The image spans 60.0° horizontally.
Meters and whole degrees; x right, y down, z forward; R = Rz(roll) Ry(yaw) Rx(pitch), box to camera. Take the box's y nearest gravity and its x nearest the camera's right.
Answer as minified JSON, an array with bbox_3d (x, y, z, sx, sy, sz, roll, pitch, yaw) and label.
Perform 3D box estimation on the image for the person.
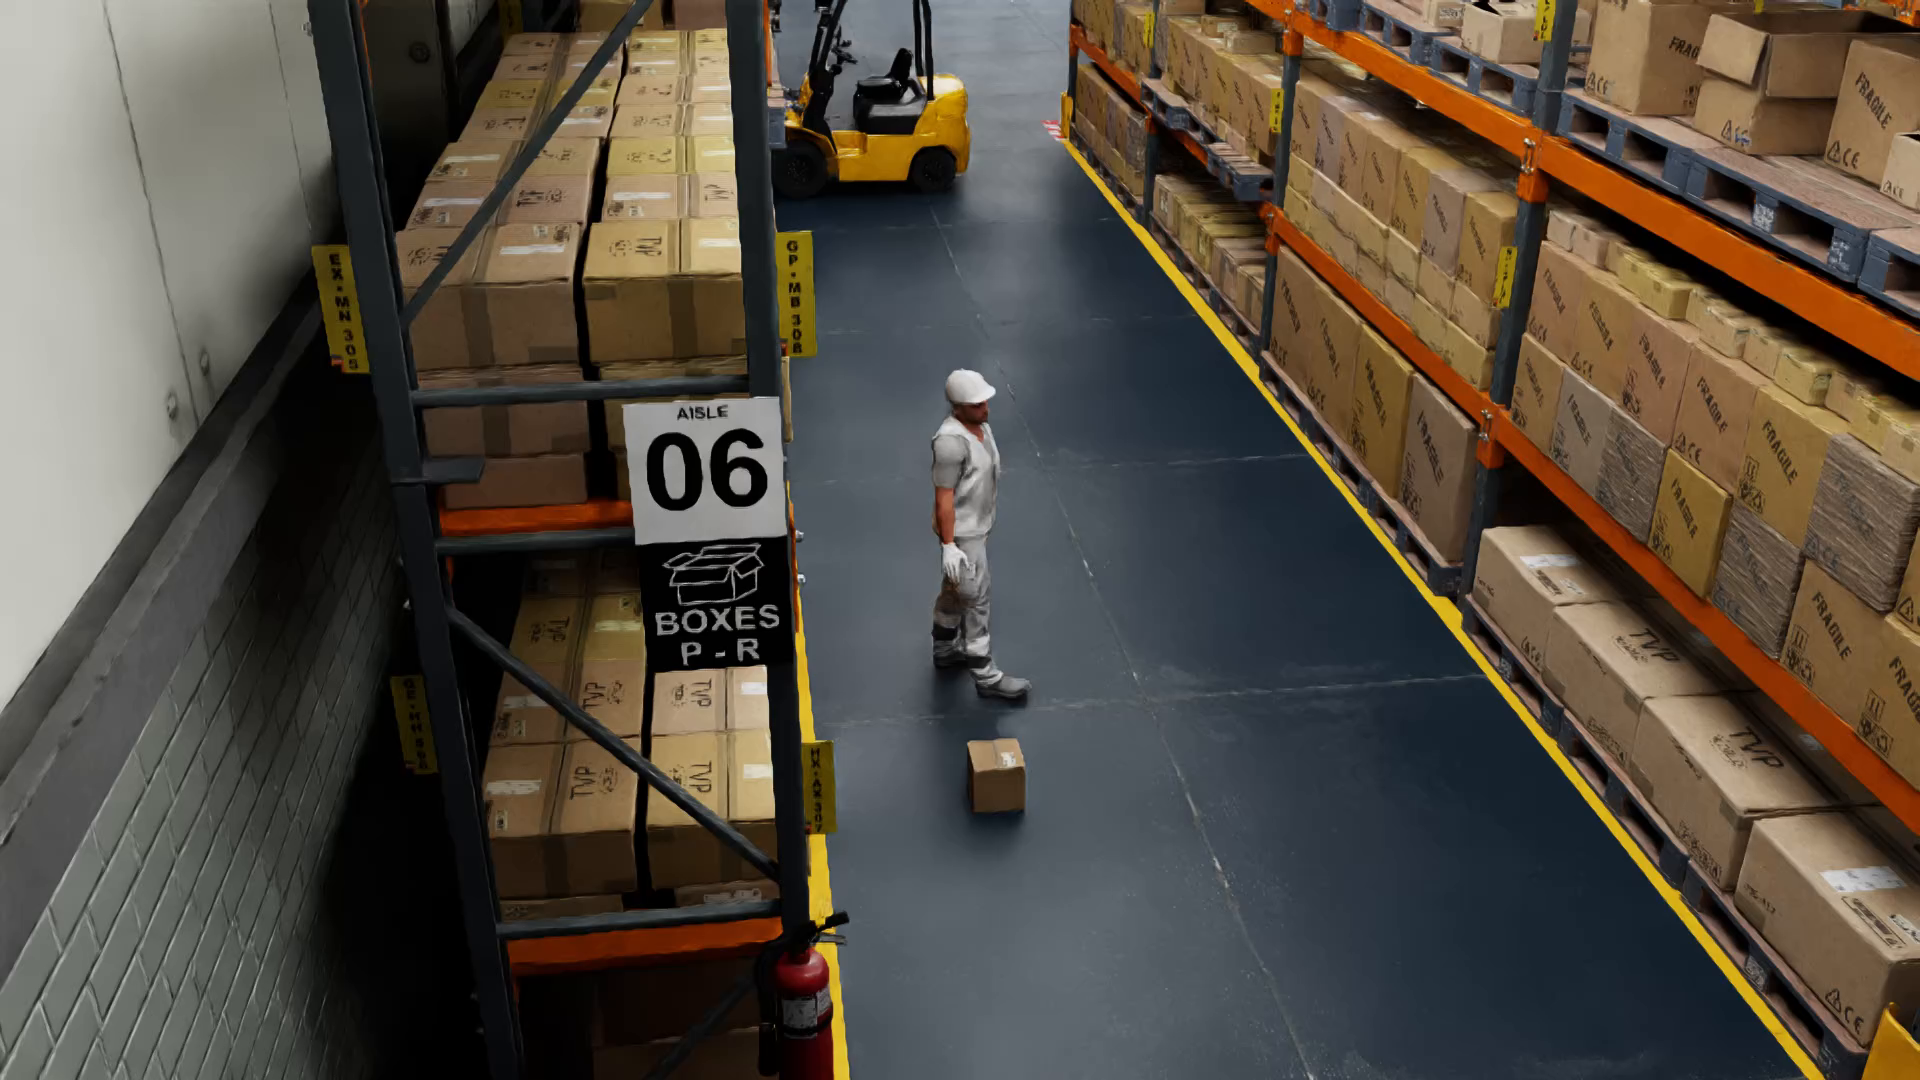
[{"bbox_3d":[0.109,-0.034,8.606,0.610,1.783,0.755,6,28,12],"label":"person"}]
